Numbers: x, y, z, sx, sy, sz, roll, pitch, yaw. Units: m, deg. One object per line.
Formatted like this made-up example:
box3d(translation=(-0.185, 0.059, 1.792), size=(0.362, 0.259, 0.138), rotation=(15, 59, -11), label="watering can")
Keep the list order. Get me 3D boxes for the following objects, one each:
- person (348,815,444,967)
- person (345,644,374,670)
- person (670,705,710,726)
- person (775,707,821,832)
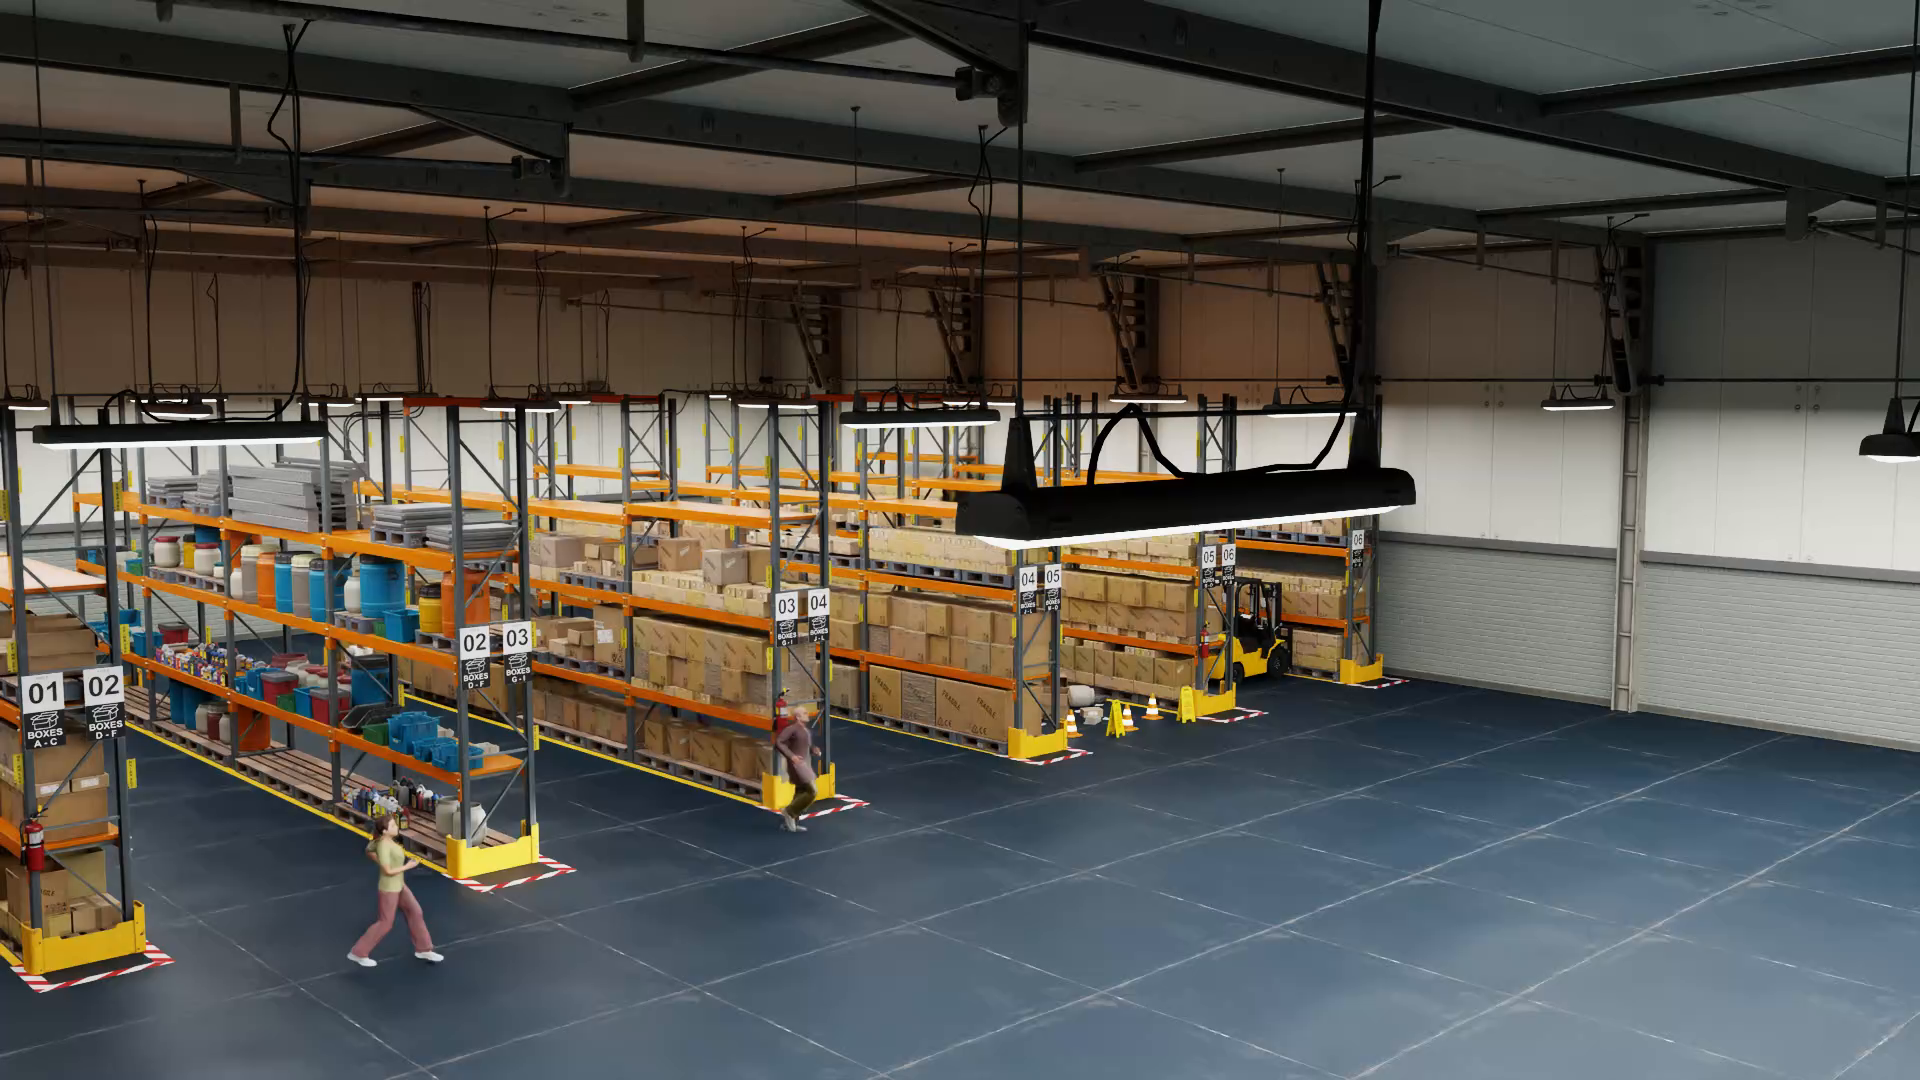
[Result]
box3d(translation=(-6.083, 3.767, 17.871), size=(0.966, 1.665, 0.578), rotation=(-1, 6, -12), label="person")
box3d(translation=(-10.896, 2.509, 30.487), size=(0.592, 1.735, 0.667), rotation=(4, 7, 38), label="person")
box3d(translation=(-4.920, 2.577, 30.636), size=(0.828, 1.647, 0.615), rotation=(4, 7, 38), label="person")
box3d(translation=(-2.228, 3.319, 23.412), size=(0.569, 1.550, 0.720), rotation=(1, 6, 14), label="person")
